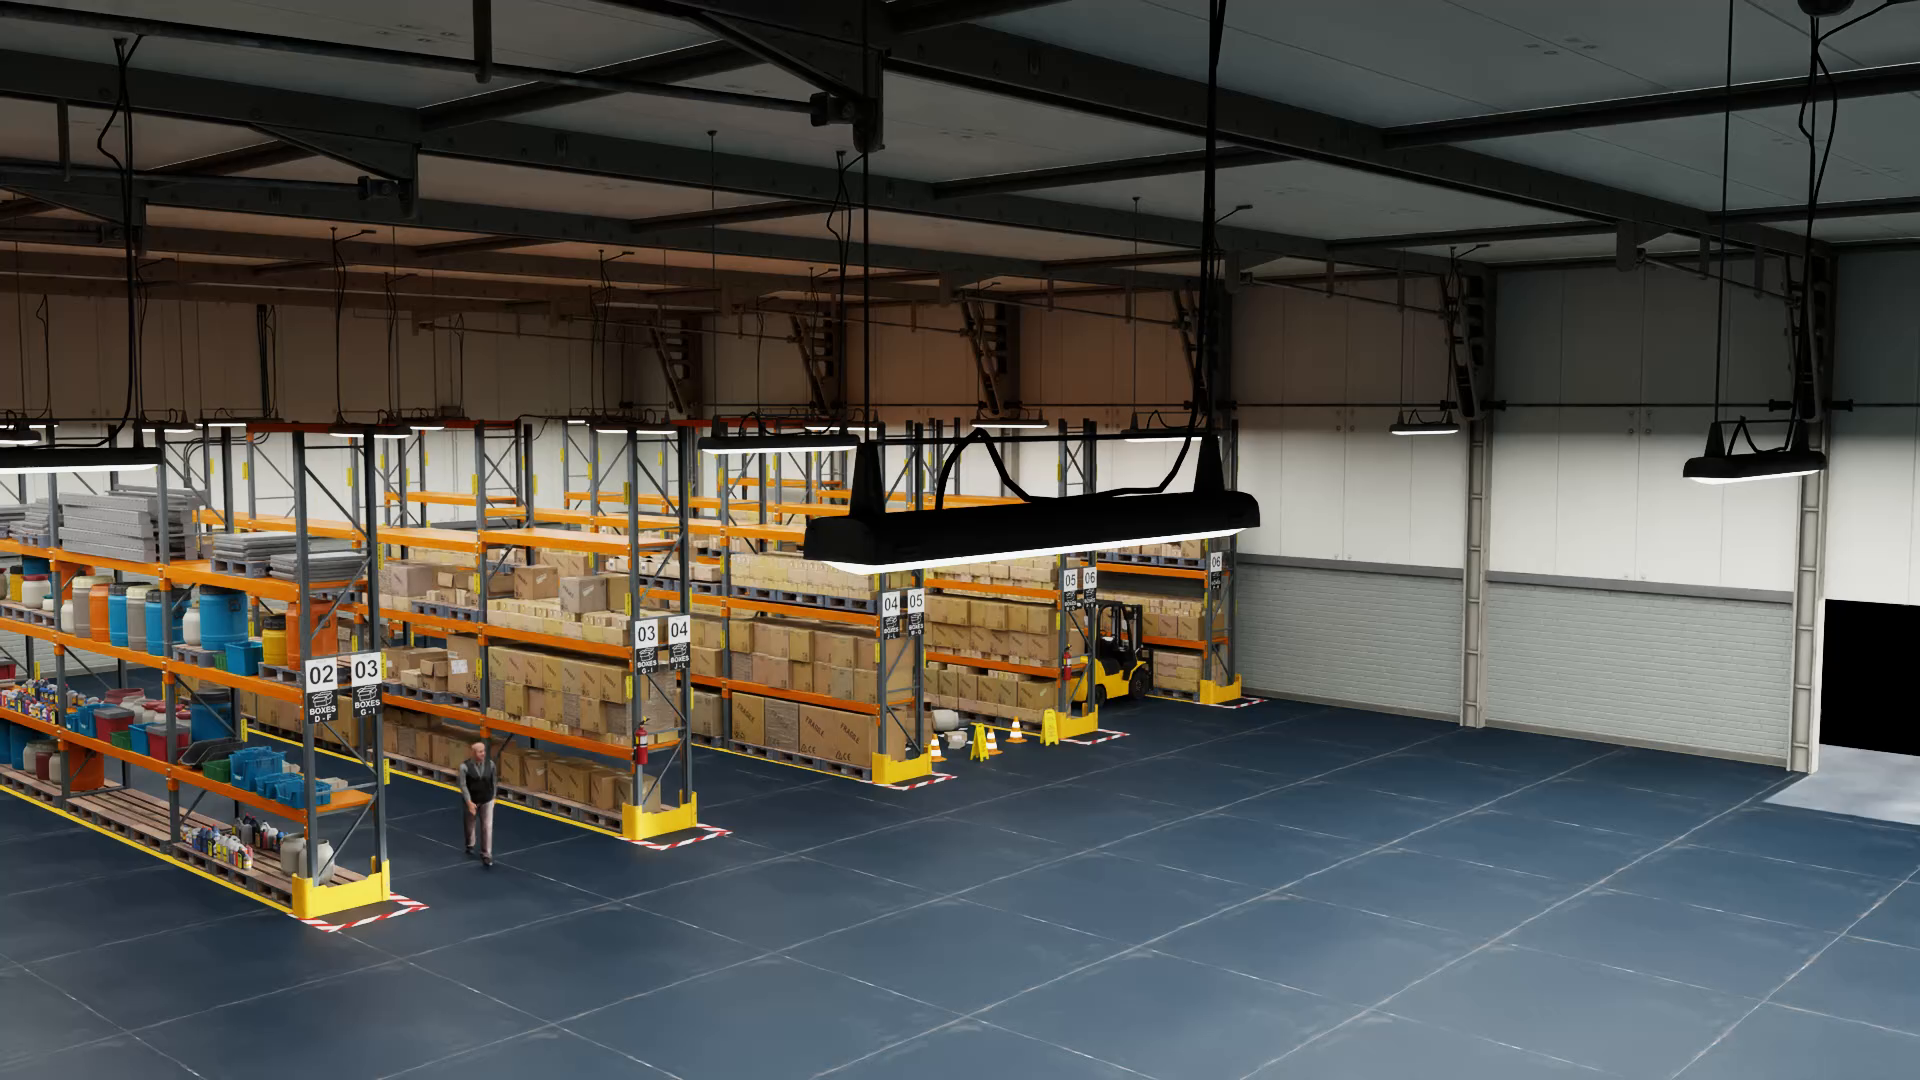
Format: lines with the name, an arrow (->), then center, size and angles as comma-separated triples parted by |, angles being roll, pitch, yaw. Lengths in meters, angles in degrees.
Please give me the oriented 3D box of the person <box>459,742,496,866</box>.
person -> -6.647, 3.622, 23.000 | 0.523, 1.652, 1.065 | -2, 5, -24
